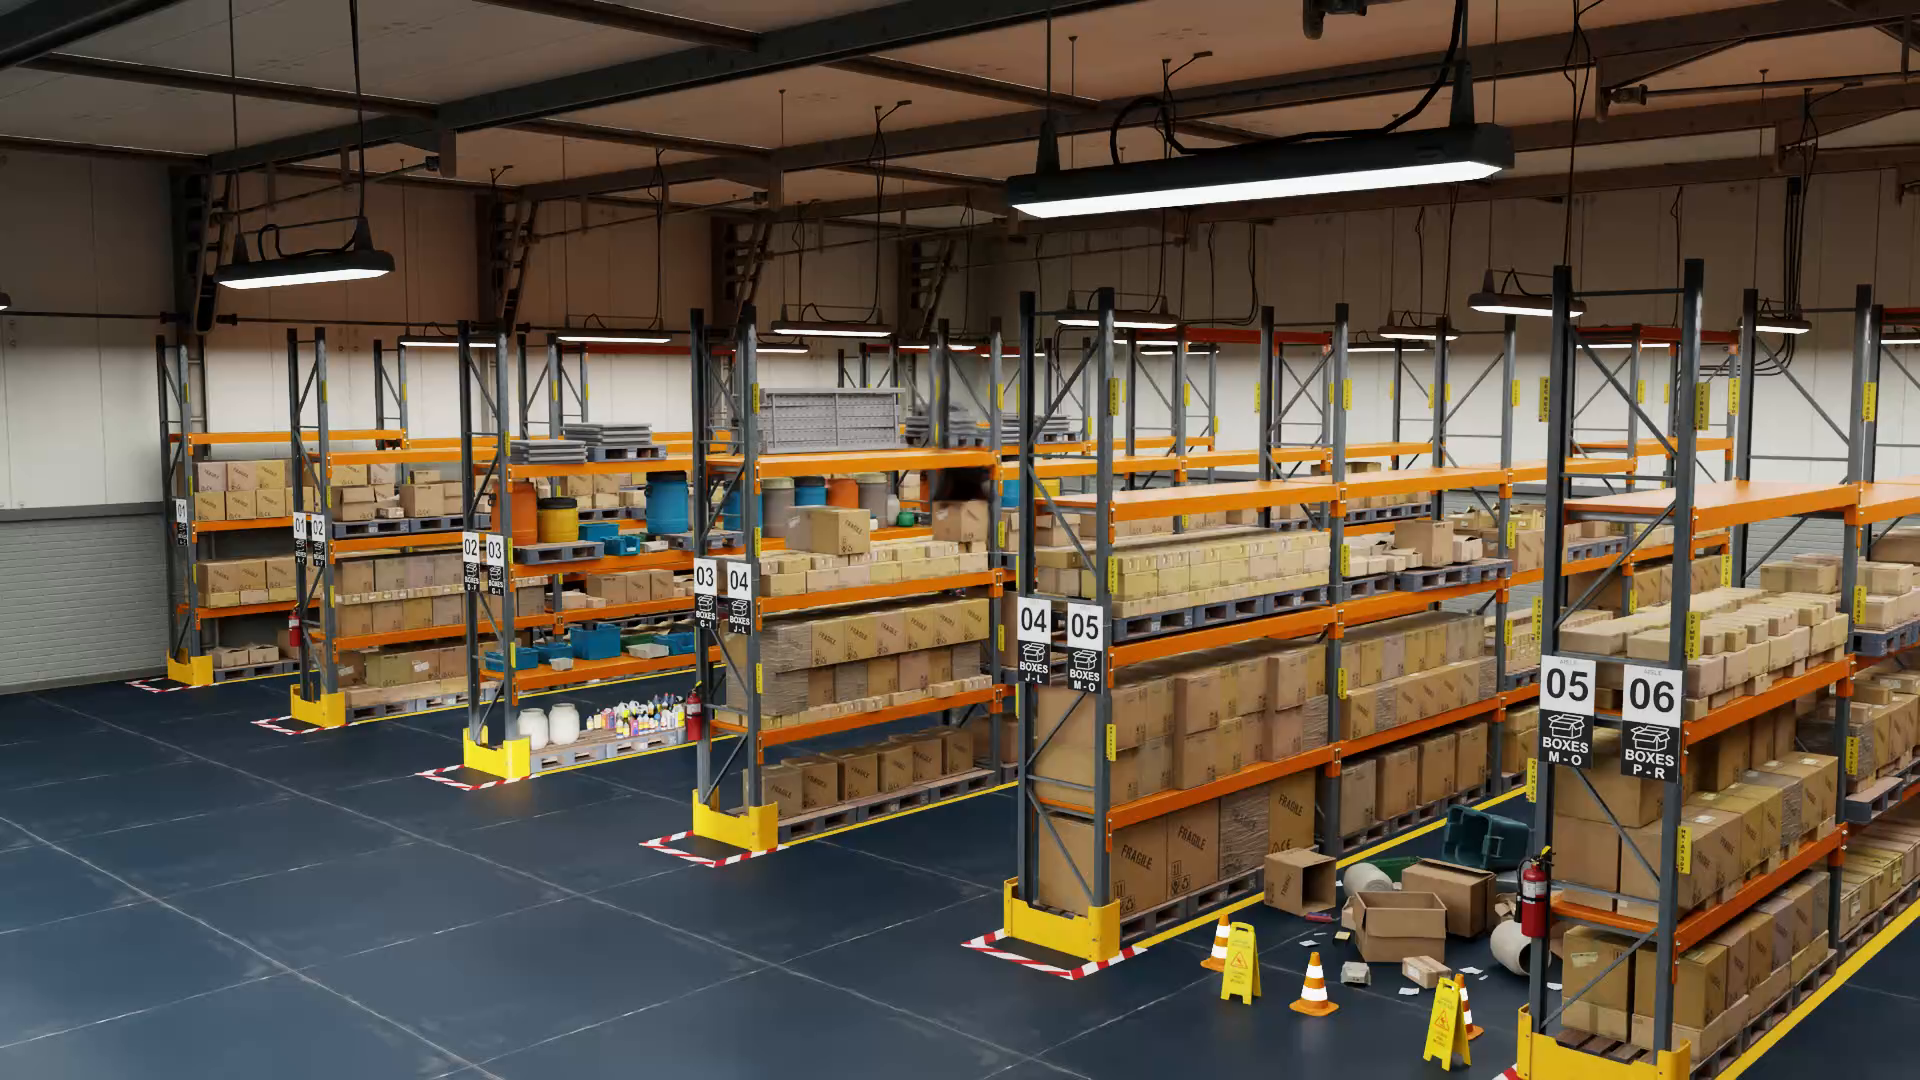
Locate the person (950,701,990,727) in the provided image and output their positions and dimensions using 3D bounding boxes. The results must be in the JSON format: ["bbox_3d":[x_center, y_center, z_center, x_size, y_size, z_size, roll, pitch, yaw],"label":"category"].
[{"bbox_3d":[0.171,2.001,24.643,0.690,1.770,0.961,5,7,40],"label":"person"}]

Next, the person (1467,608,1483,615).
[{"bbox_3d":[8.129,1.890,26.437,0.653,1.636,0.635,4,7,37],"label":"person"}]
